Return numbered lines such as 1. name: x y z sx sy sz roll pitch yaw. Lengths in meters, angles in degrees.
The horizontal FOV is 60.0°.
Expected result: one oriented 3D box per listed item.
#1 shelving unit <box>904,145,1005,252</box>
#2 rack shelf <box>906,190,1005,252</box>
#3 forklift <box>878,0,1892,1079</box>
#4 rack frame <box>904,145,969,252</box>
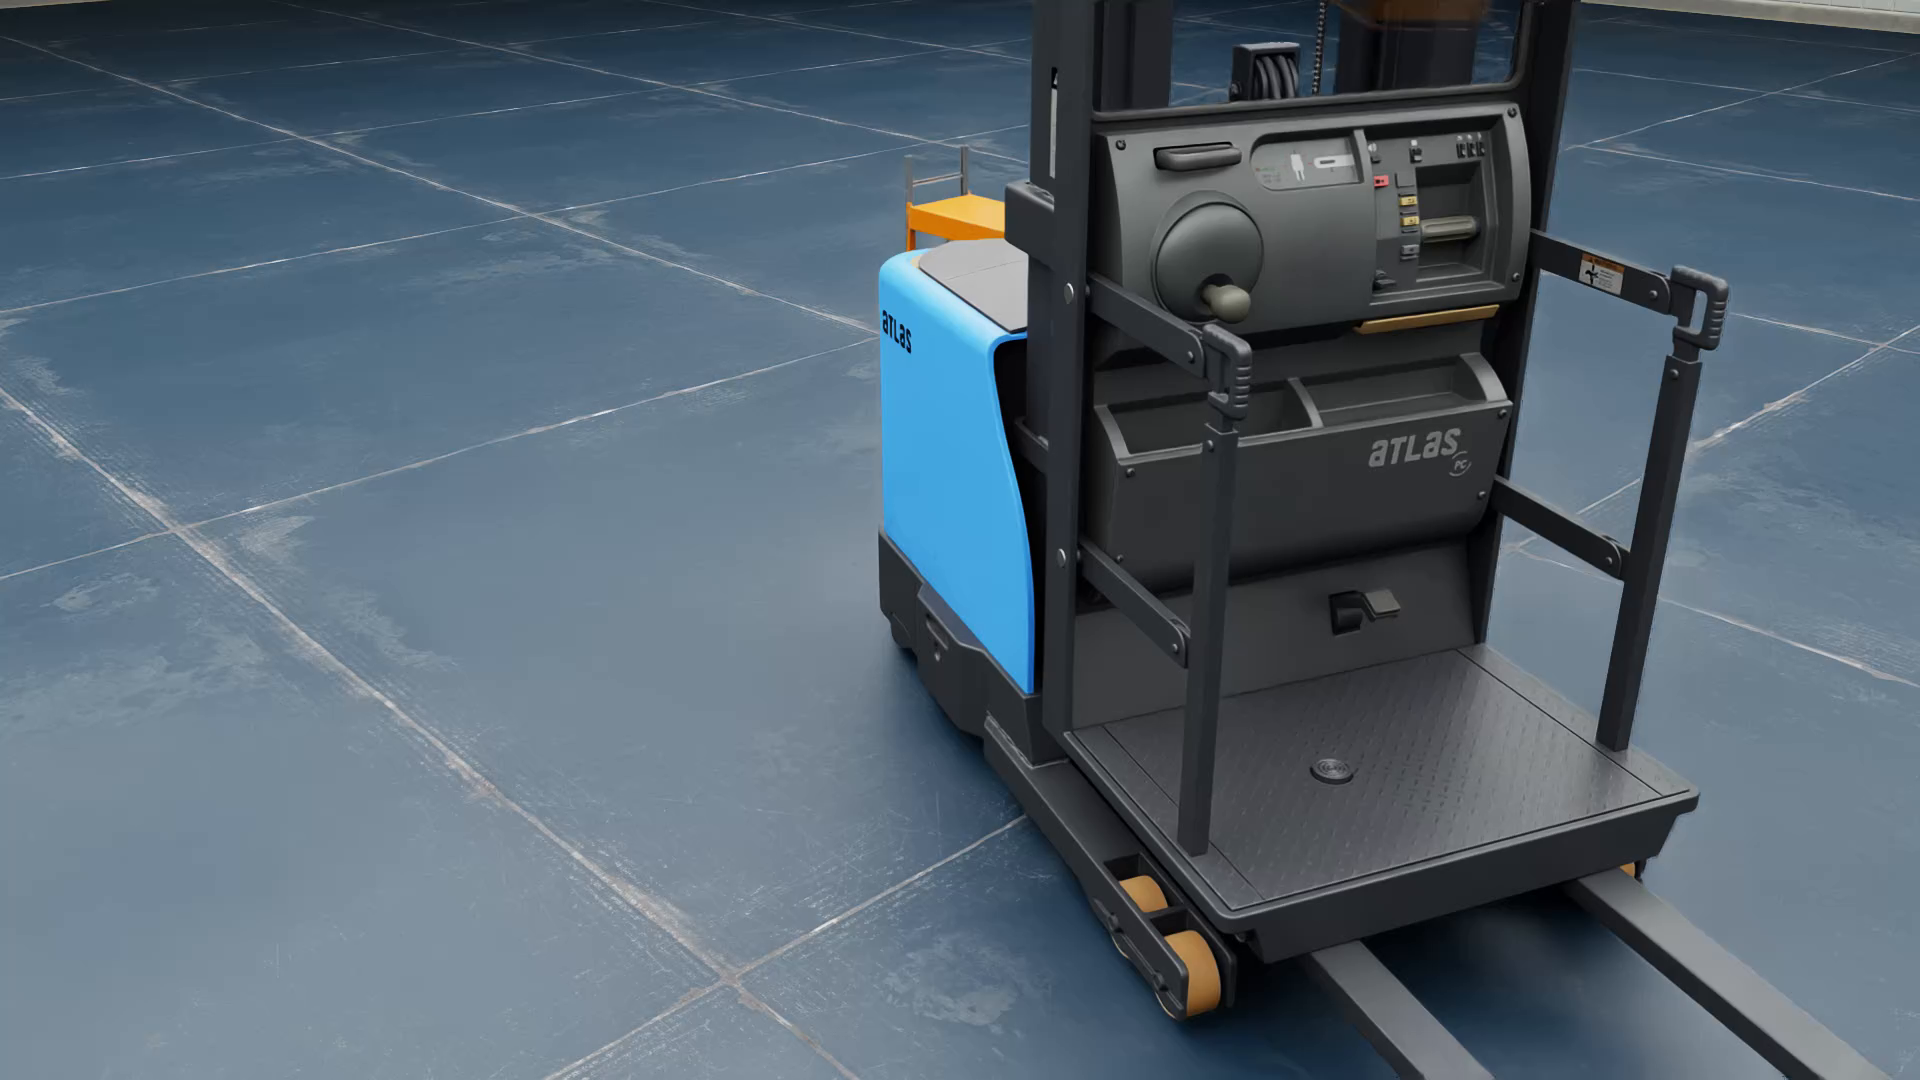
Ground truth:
1. shelving unit: 0.099 -0.513 4.929 0.258 1.200 0.503 -21 32 -38
2. rack shelf: 0.099 -0.871 4.766 0.258 0.148 0.480 -21 32 -38
3. forklift: 0.794 -0.607 3.048 1.130 2.935 3.031 -9 26 -20
4. rack frame: -0.067 -0.588 5.093 0.240 1.200 0.015 -21 32 -38
